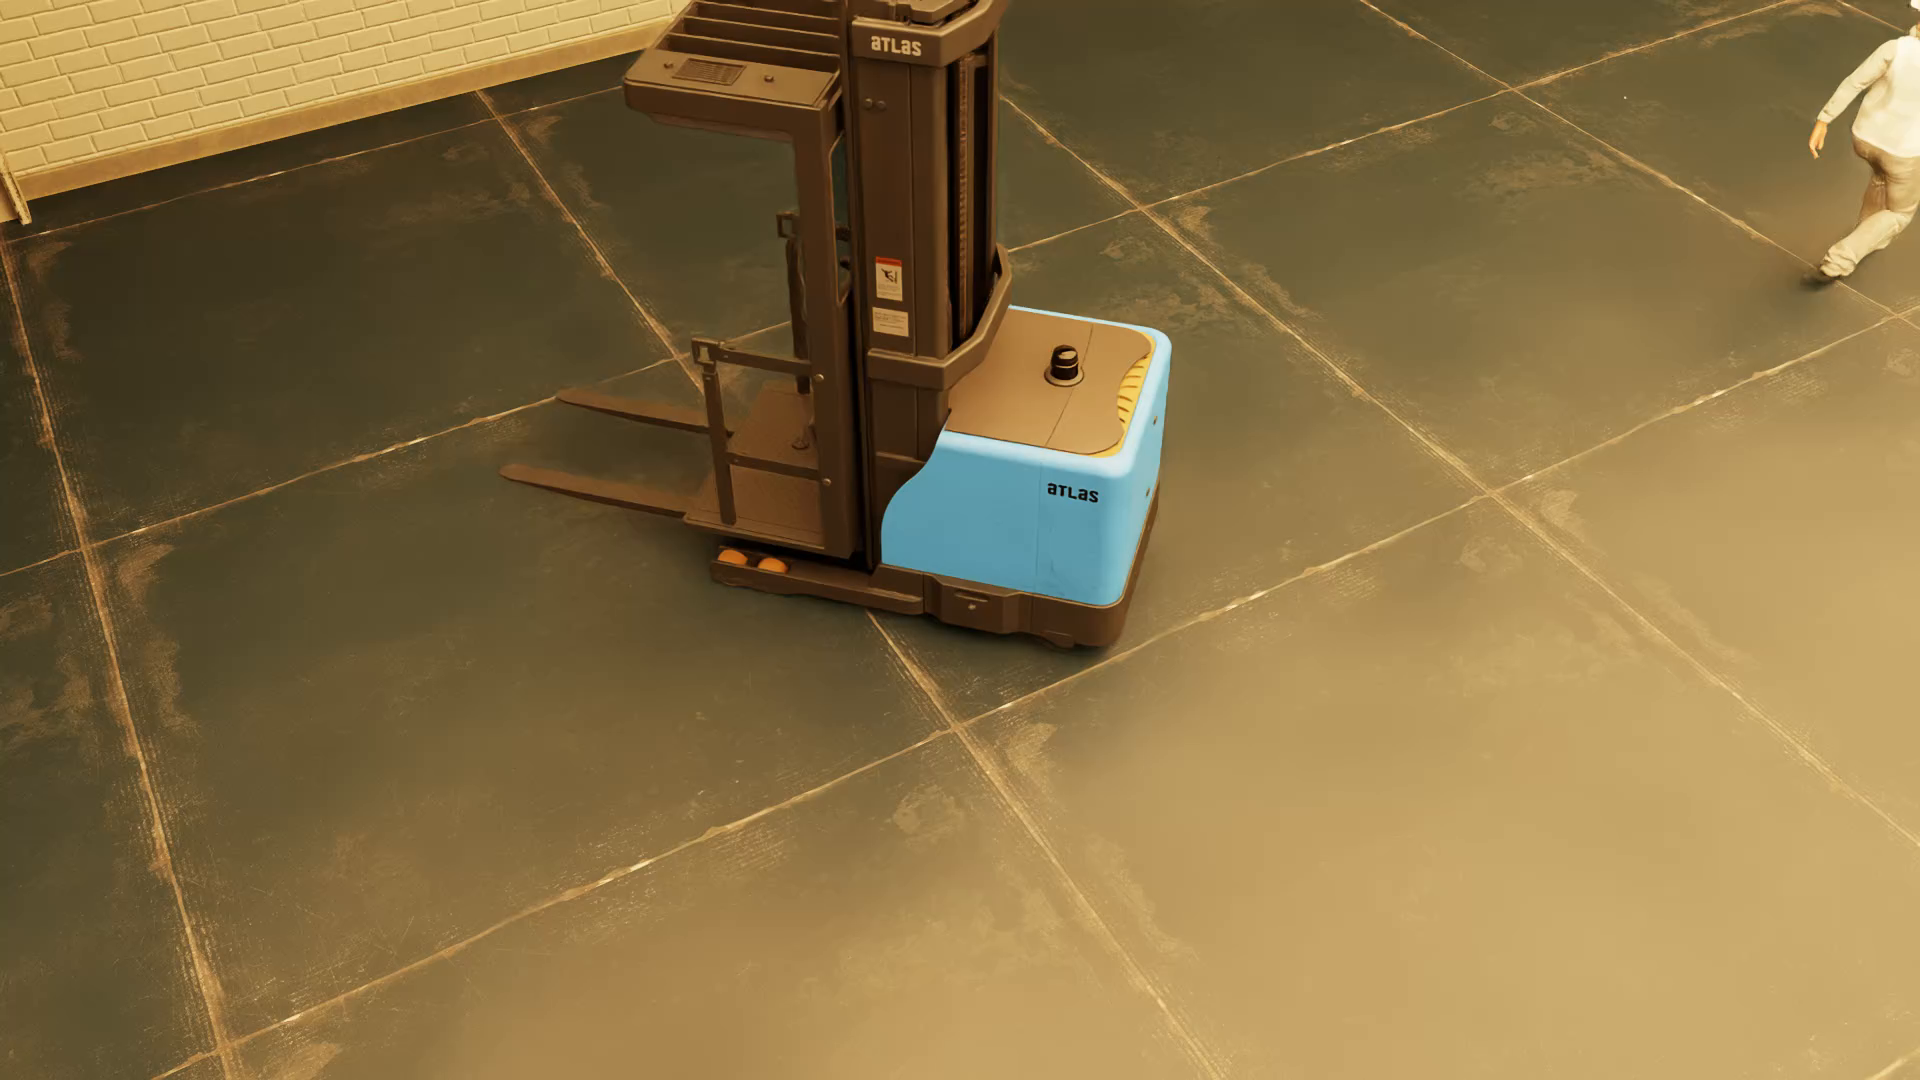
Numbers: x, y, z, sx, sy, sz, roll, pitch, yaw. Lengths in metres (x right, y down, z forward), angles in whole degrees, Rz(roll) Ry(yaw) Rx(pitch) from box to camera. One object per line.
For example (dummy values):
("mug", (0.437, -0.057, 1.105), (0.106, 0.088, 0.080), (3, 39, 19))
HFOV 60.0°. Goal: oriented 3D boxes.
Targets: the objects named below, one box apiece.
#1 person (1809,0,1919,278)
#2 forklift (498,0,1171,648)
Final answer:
("person", (5.080, -2.215, 9.023), (0.871, 1.687, 0.572), (-26, 49, -25))
("forklift", (-0.639, -1.163, 6.952), (3.031, 2.935, 1.130), (11, 44, 12))
